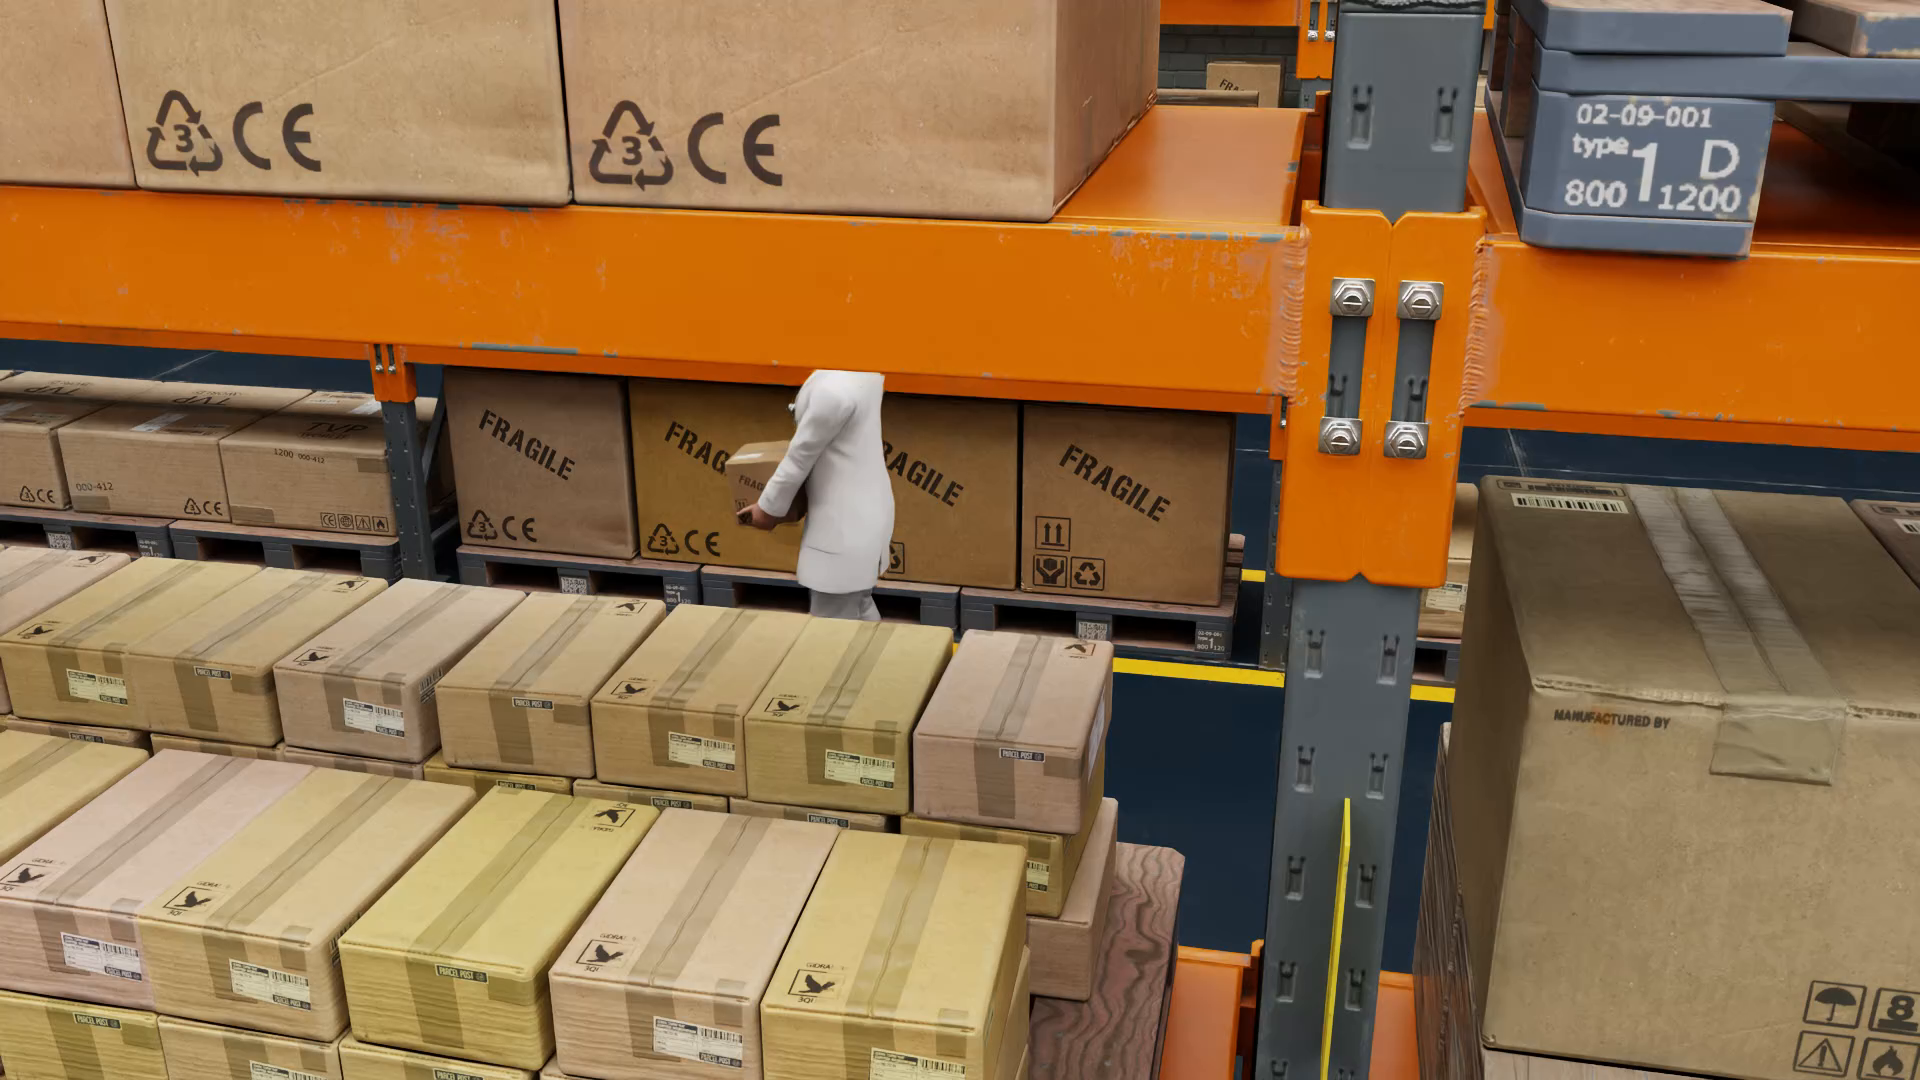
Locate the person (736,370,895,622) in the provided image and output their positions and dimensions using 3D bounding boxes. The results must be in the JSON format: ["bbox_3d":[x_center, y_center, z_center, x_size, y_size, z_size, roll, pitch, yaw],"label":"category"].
[{"bbox_3d":[-0.540,-0.087,6.333,0.564,1.781,0.528,4,22,10],"label":"person"}]
